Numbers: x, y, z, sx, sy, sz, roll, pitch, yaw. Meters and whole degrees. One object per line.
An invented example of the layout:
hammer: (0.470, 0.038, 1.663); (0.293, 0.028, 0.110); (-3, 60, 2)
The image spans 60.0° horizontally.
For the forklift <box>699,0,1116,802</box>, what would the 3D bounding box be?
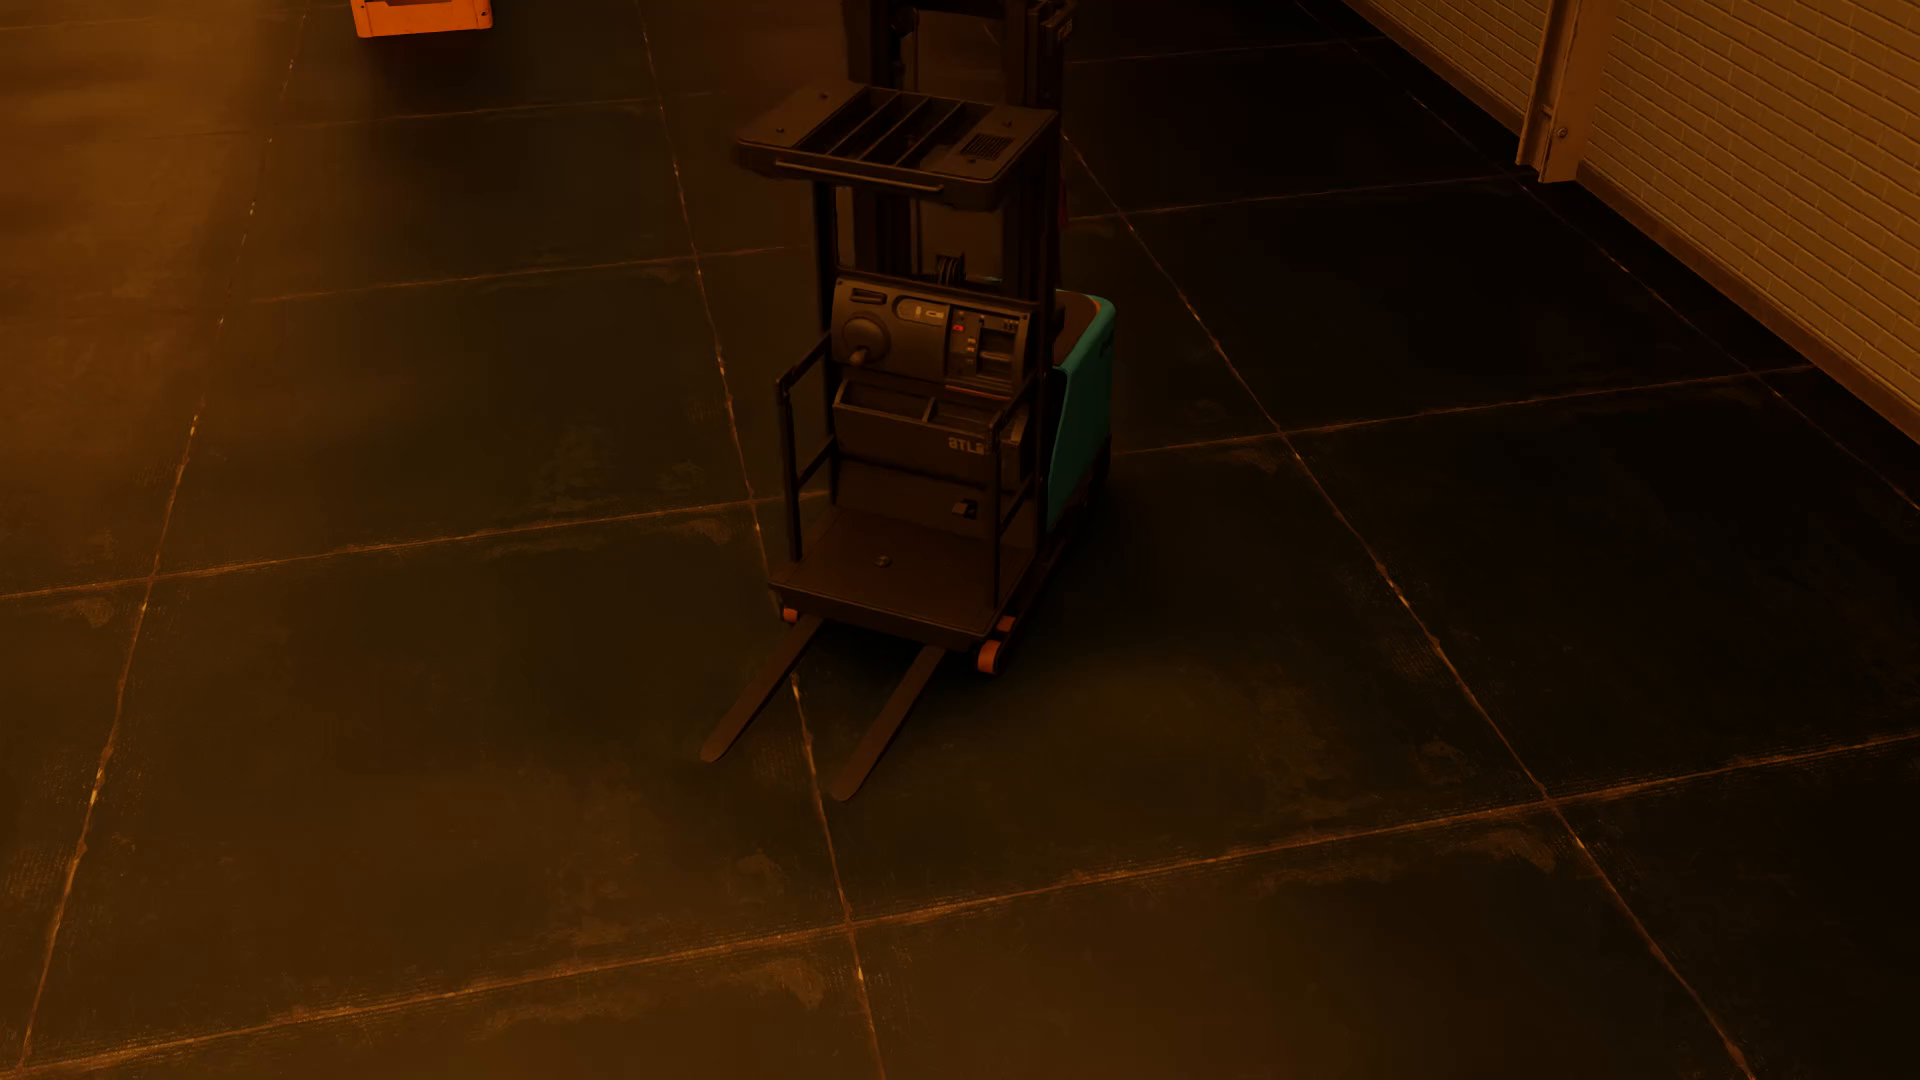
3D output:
forklift: (-0.214, -0.846, 7.225); (1.130, 2.935, 3.031); (13, 38, 18)

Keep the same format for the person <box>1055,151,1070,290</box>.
person: (0.569, -2.124, 9.976); (0.584, 1.776, 0.695); (6, 36, 9)
